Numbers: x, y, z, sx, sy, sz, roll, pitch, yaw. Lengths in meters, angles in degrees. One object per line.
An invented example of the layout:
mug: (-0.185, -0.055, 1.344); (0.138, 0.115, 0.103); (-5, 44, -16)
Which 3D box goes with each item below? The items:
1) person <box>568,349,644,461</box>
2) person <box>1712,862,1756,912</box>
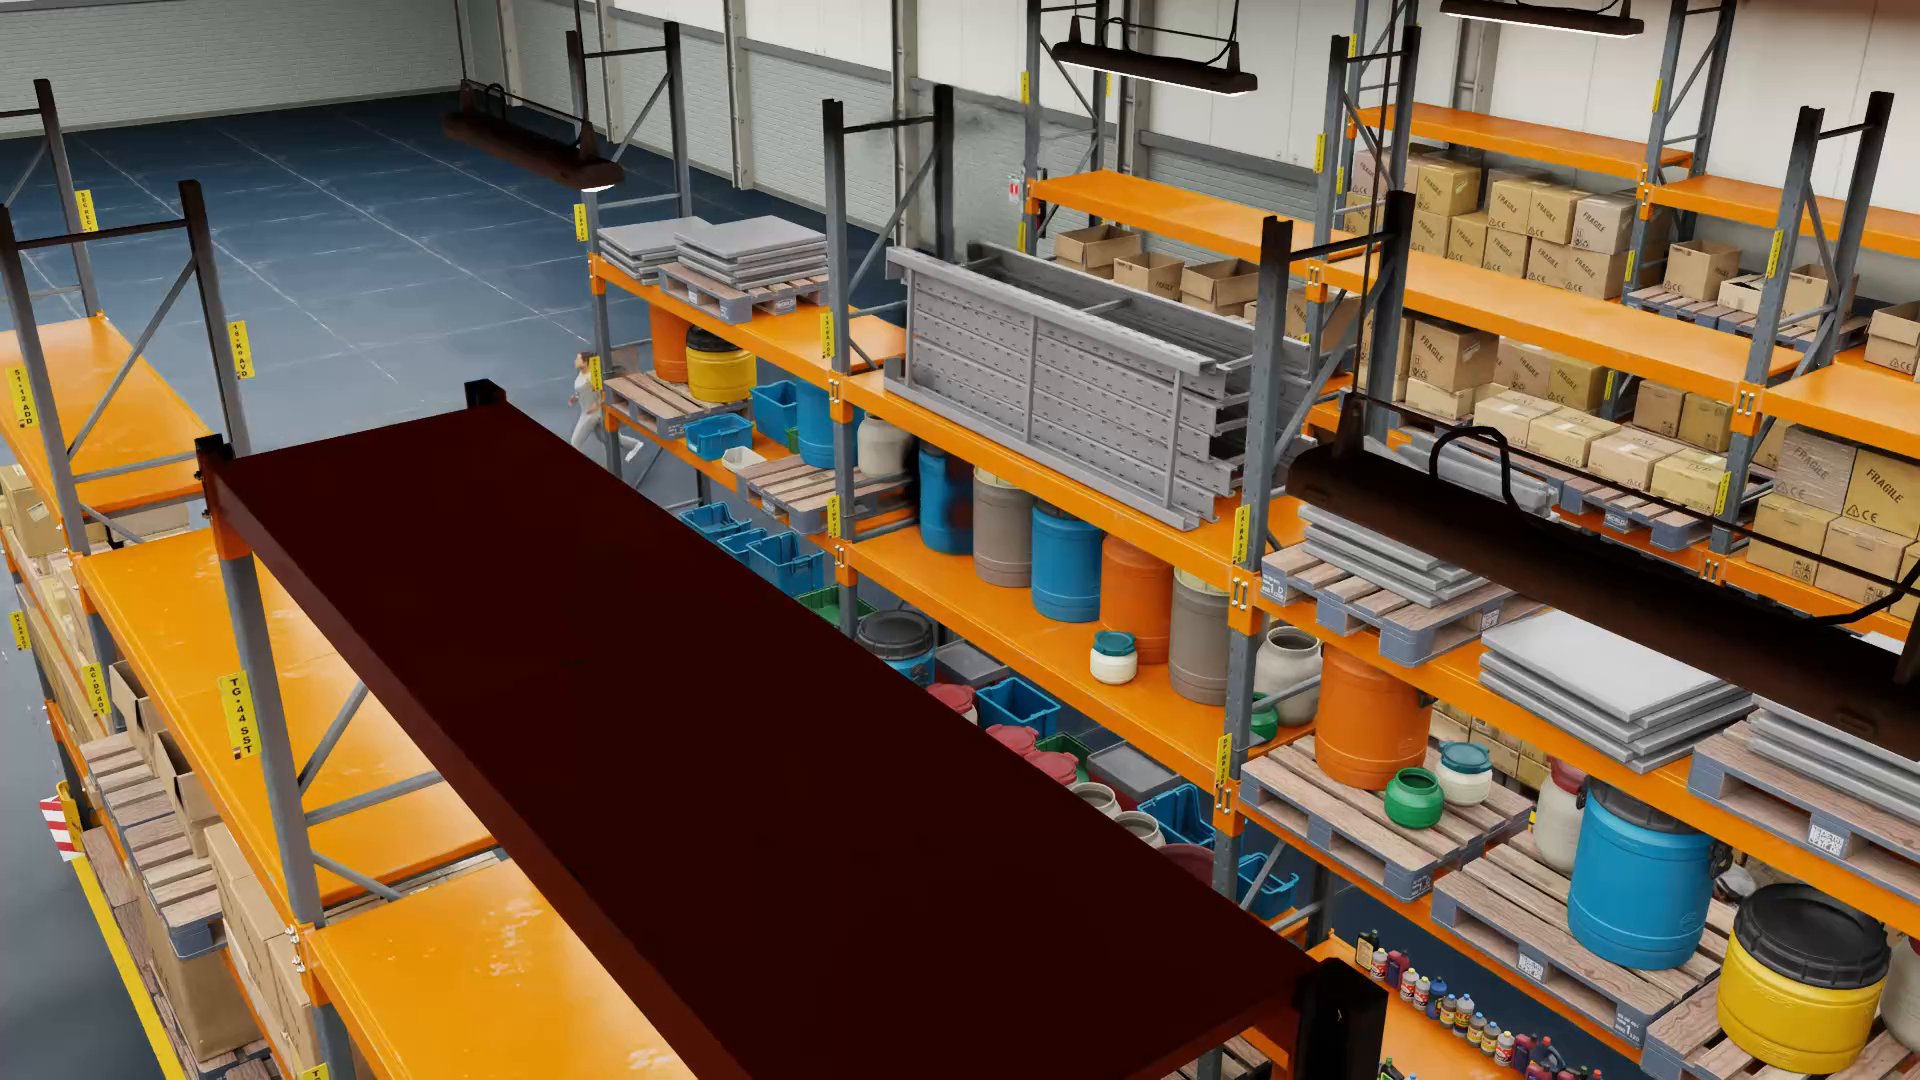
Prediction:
person: (-4.476, -1.540, 20.363); (1.125, 1.670, 0.536); (-6, 26, -13)
person: (4.917, 2.848, 10.873); (0.618, 1.682, 0.827); (-22, 33, -39)
